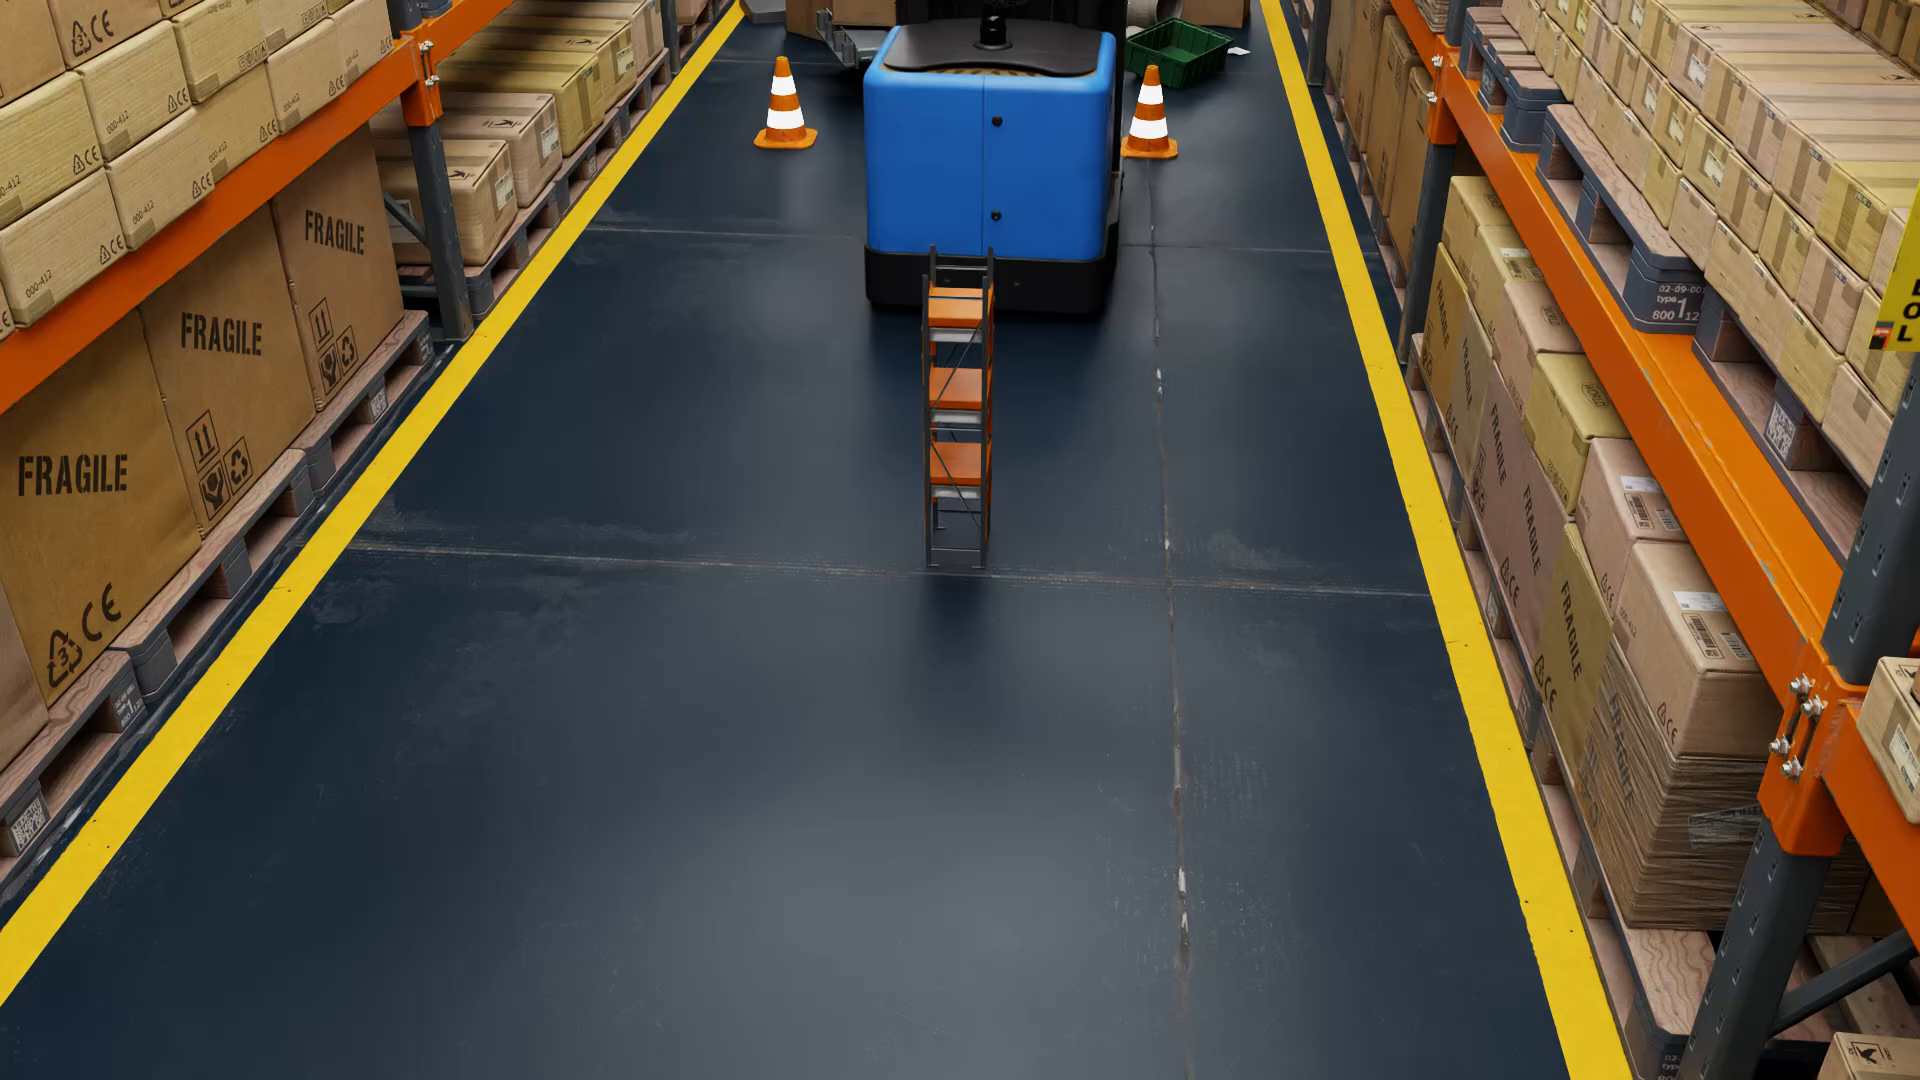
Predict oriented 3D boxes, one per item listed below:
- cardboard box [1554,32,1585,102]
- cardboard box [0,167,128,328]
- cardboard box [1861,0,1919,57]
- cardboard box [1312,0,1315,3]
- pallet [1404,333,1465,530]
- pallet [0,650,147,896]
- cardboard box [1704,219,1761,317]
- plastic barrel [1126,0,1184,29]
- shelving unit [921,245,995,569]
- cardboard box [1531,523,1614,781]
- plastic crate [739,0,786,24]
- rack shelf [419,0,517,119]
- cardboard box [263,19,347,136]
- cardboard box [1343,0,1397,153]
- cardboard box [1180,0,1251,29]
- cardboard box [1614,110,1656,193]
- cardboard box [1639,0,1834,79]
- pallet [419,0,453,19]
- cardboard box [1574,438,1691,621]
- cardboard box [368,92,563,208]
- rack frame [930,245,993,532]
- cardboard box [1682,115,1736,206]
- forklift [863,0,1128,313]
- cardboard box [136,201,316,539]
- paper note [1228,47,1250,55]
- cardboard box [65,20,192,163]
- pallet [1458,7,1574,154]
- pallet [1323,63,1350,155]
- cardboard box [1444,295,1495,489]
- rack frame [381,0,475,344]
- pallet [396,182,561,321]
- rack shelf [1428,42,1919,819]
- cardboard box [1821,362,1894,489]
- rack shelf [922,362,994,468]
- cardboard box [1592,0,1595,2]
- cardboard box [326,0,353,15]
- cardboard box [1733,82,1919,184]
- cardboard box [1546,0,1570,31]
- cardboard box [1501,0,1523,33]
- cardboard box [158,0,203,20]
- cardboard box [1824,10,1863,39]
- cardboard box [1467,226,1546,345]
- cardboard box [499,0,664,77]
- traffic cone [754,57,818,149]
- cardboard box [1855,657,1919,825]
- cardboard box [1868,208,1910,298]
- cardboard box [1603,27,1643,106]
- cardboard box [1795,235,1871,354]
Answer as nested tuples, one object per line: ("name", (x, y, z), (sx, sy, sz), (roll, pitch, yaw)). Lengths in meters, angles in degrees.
("cardboard box", (2.033, -1.432, 5.054), (0.380, 0.149, 0.250), (4, 32, 6))
("cardboard box", (-2.536, -0.768, 4.280), (0.500, 0.250, 0.500), (2, 32, 4))
("cardboard box", (2.644, -1.382, 4.405), (0.380, 0.149, 0.250), (4, 32, 6))
("cardboard box", (2.851, -4.172, 11.285), (0.875, 0.875, 0.875), (3, 32, 4))
("pallet", (2.269, -0.413, 6.218), (1.003, 0.211, 1.213), (2, 32, 4))
("pallet", (-2.945, 0.705, 4.405), (1.003, 0.211, 1.213), (2, 32, 4))
("cardboard box", (1.907, -0.602, 3.707), (0.380, 0.149, 0.250), (1, 32, 1))
("plastic barrel", (1.224, -3.662, 11.289), (0.512, 0.421, 0.421), (27, 41, 37))
("shelving unit", (-0.004, -0.419, 5.429), (0.215, 1.050, 0.252), (2, 32, 4))
("cardboard box", (1.860, 0.303, 4.382), (0.500, 0.500, 0.500), (2, 32, 3))
("plastic crate", (-1.337, -3.802, 11.842), (0.402, 0.080, 0.583), (-8, 33, -13))
("rack shelf", (-2.444, -2.906, 8.293), (1.077, 0.370, 4.000), (2, 32, 4))
("cardboard box", (-2.416, -1.560, 5.565), (0.500, 0.250, 0.500), (3, 32, 5))
("cardboard box", (2.617, -2.488, 8.673), (1.050, 0.750, 0.750), (2, 32, 4))
("cardboard box", (1.764, -3.892, 11.587), (0.500, 0.500, 0.500), (8, 32, 12))
("cardboard box", (1.968, -1.025, 4.394), (0.380, 0.149, 0.250), (1, 32, 2))
("cardboard box", (1.974, -1.282, 4.244), (0.380, 0.149, 0.250), (2, 32, 3))
("pallet", (-2.655, -2.462, 7.070), (1.213, 0.211, 1.003), (2, 32, 4))
("cardboard box", (1.873, -0.019, 4.189), (0.500, 0.250, 0.500), (4, 32, 6))
("cardboard box", (-2.499, -1.908, 8.092), (0.950, 0.372, 0.625), (2, 32, 3))
("rack frame", (0.006, -0.483, 5.533), (0.200, 1.050, 0.008), (2, 32, 4))
("cardboard box", (1.928, -0.878, 3.872), (0.380, 0.149, 0.250), (1, 32, 1))
("forklift", (0.270, -2.982, 7.796), (1.130, 2.935, 3.031), (4, 32, 6))
("cardboard box", (-2.823, -0.617, 5.518), (0.875, 0.875, 0.875), (3, 32, 5))
("paper note", (1.812, -3.226, 10.956), (0.147, 0.020, 0.142), (-20, 37, -29))
("cardboard box", (-2.495, -1.243, 4.575), (0.500, 0.250, 0.500), (2, 32, 2))
("pallet", (2.383, -1.549, 5.588), (1.213, 0.211, 1.003), (2, 32, 4))
("pallet", (2.672, -2.506, 9.615), (1.003, 0.211, 1.213), (2, 32, 4))
("cardboard box", (1.985, -0.501, 5.686), (0.500, 0.500, 0.500), (3, 32, 5))
("rack frame", (-2.607, -2.167, 6.407), (1.000, 3.000, 0.127), (2, 32, 4))
("pallet", (-2.542, -1.388, 7.802), (1.003, 0.211, 1.213), (2, 32, 4))
("rack shelf", (2.172, -0.656, 4.642), (1.077, 0.370, 4.000), (2, 32, 4))
("cardboard box", (1.844, -0.205, 3.062), (0.380, 0.149, 0.250), (2, 32, 3))
("rack shelf", (-0.004, -0.410, 5.435), (0.215, 0.259, 0.240), (2, 32, 4))
("cardboard box", (2.038, -1.693, 4.910), (0.380, 0.149, 0.250), (1, 32, 2))
("cardboard box", (-2.393, -2.052, 5.887), (0.500, 0.250, 0.500), (2, 32, 4))
("cardboard box", (1.912, -0.873, 3.580), (0.380, 0.149, 0.250), (2, 32, 4))
("cardboard box", (2.057, -1.681, 5.174), (0.380, 0.149, 0.250), (2, 32, 2))
("cardboard box", (2.097, -1.855, 5.740), (0.380, 0.149, 0.250), (2, 32, 3))
("cardboard box", (-2.469, -1.826, 4.805), (0.500, 0.500, 0.500), (2, 32, 4))
("cardboard box", (2.666, -1.391, 4.703), (0.380, 0.149, 0.250), (2, 32, 4))
("cardboard box", (1.996, -0.827, 5.500), (0.500, 0.250, 0.500), (2, 32, 3))
("cardboard box", (-2.322, -3.044, 9.935), (0.950, 0.372, 0.625), (3, 32, 5))
("traffic cone", (-0.987, -2.470, 9.318), (0.336, 0.463, 0.334), (2, 32, 4))
("cardboard box", (1.660, 0.324, 2.604), (0.380, 0.149, 0.250), (4, 32, 6))
("cardboard box", (1.847, -0.460, 2.910), (0.380, 0.149, 0.250), (4, 32, 6))
("cardboard box", (1.992, -1.289, 4.538), (0.380, 0.149, 0.250), (2, 32, 4))
("cardboard box", (1.865, -0.470, 3.208), (0.380, 0.149, 0.250), (3, 32, 4))
